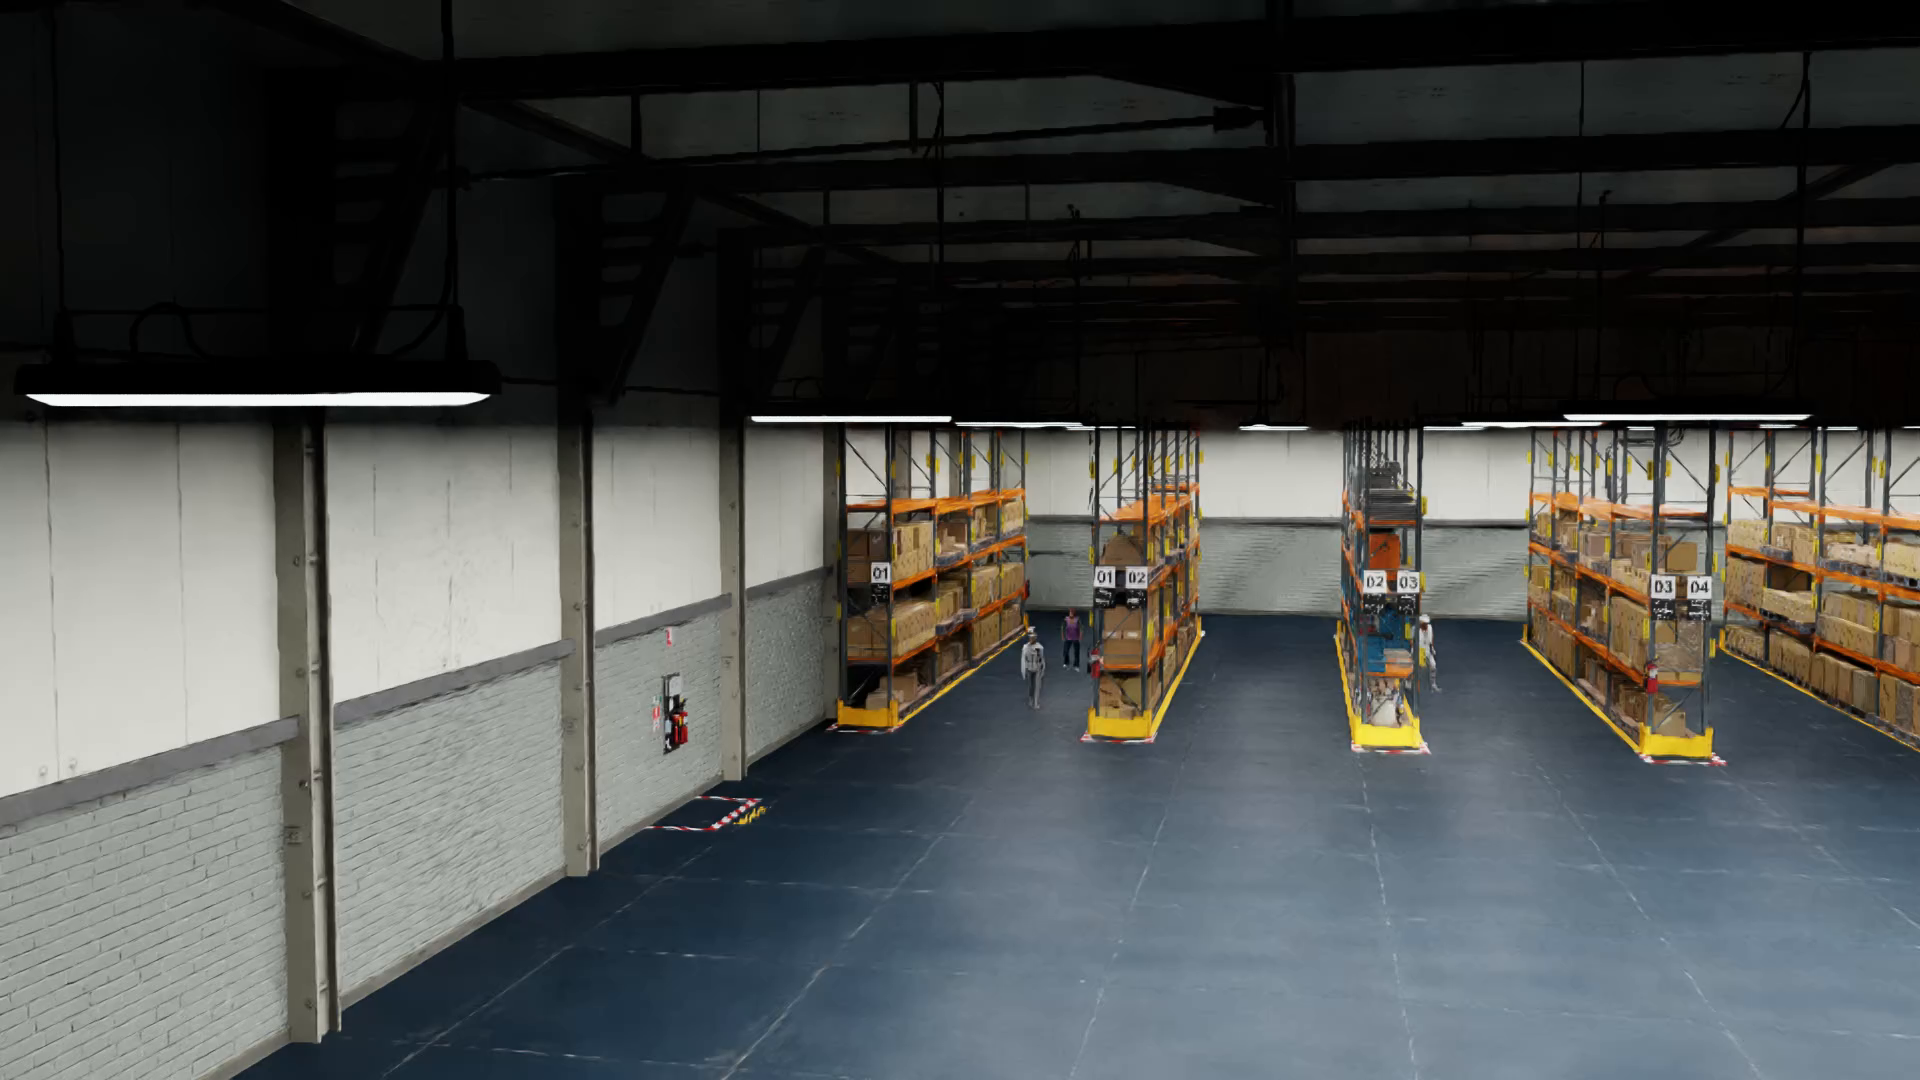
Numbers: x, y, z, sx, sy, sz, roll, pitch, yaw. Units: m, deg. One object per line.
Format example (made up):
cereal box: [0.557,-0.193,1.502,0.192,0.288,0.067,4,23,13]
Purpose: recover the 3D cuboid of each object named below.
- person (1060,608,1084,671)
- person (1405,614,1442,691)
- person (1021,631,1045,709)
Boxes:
person: [2.684,2.374,39.846,0.566,1.541,0.519,1,4,9]
person: [10.205,2.472,36.758,0.701,1.718,0.849,0,4,-5]
person: [1.499,2.664,34.477,0.497,1.586,1.059,1,4,9]
